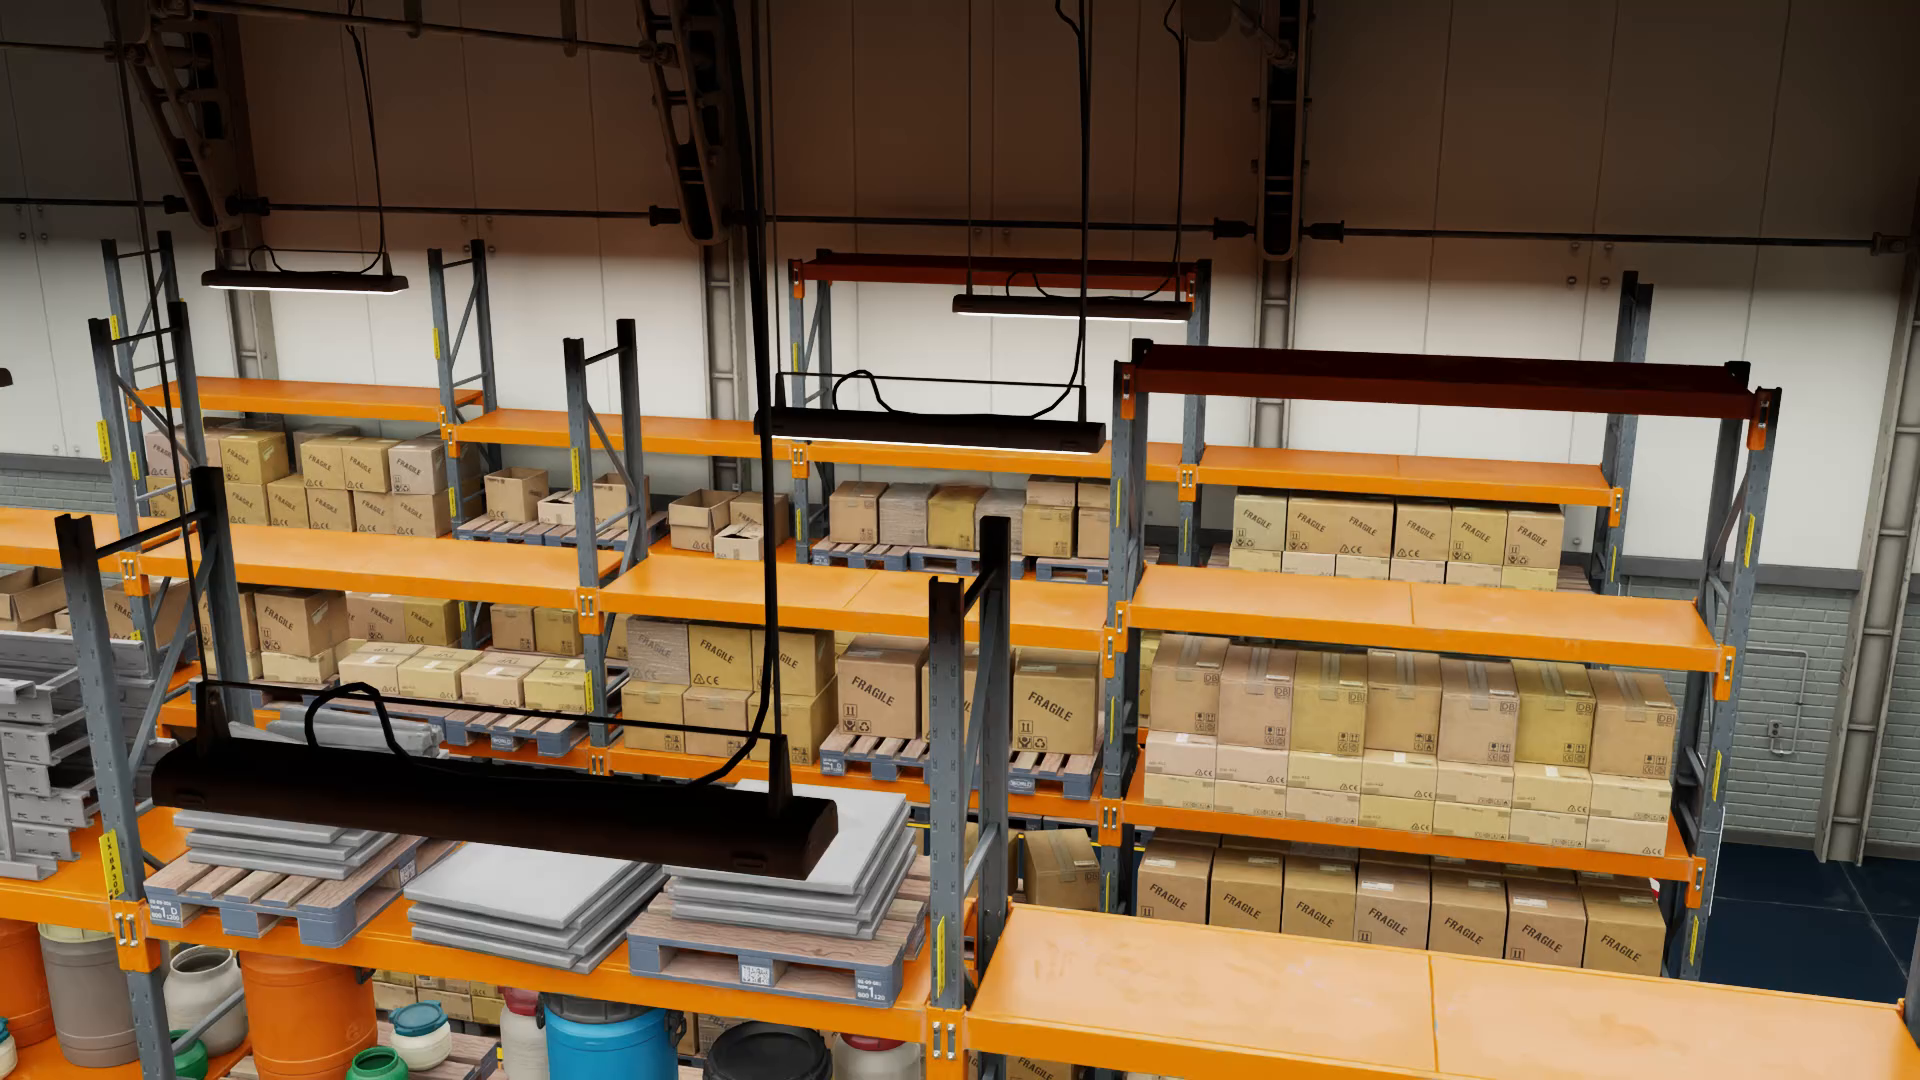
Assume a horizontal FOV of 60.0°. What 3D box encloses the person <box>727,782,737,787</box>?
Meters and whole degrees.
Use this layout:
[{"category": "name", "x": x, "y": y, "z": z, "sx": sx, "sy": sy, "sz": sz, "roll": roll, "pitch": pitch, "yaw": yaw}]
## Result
[{"category": "person", "x": -2.044, "y": 2.158, "z": 17.071, "sx": 0.918, "sy": 1.648, "sz": 0.570, "roll": 8, "pitch": 18, "yaw": 24}]
